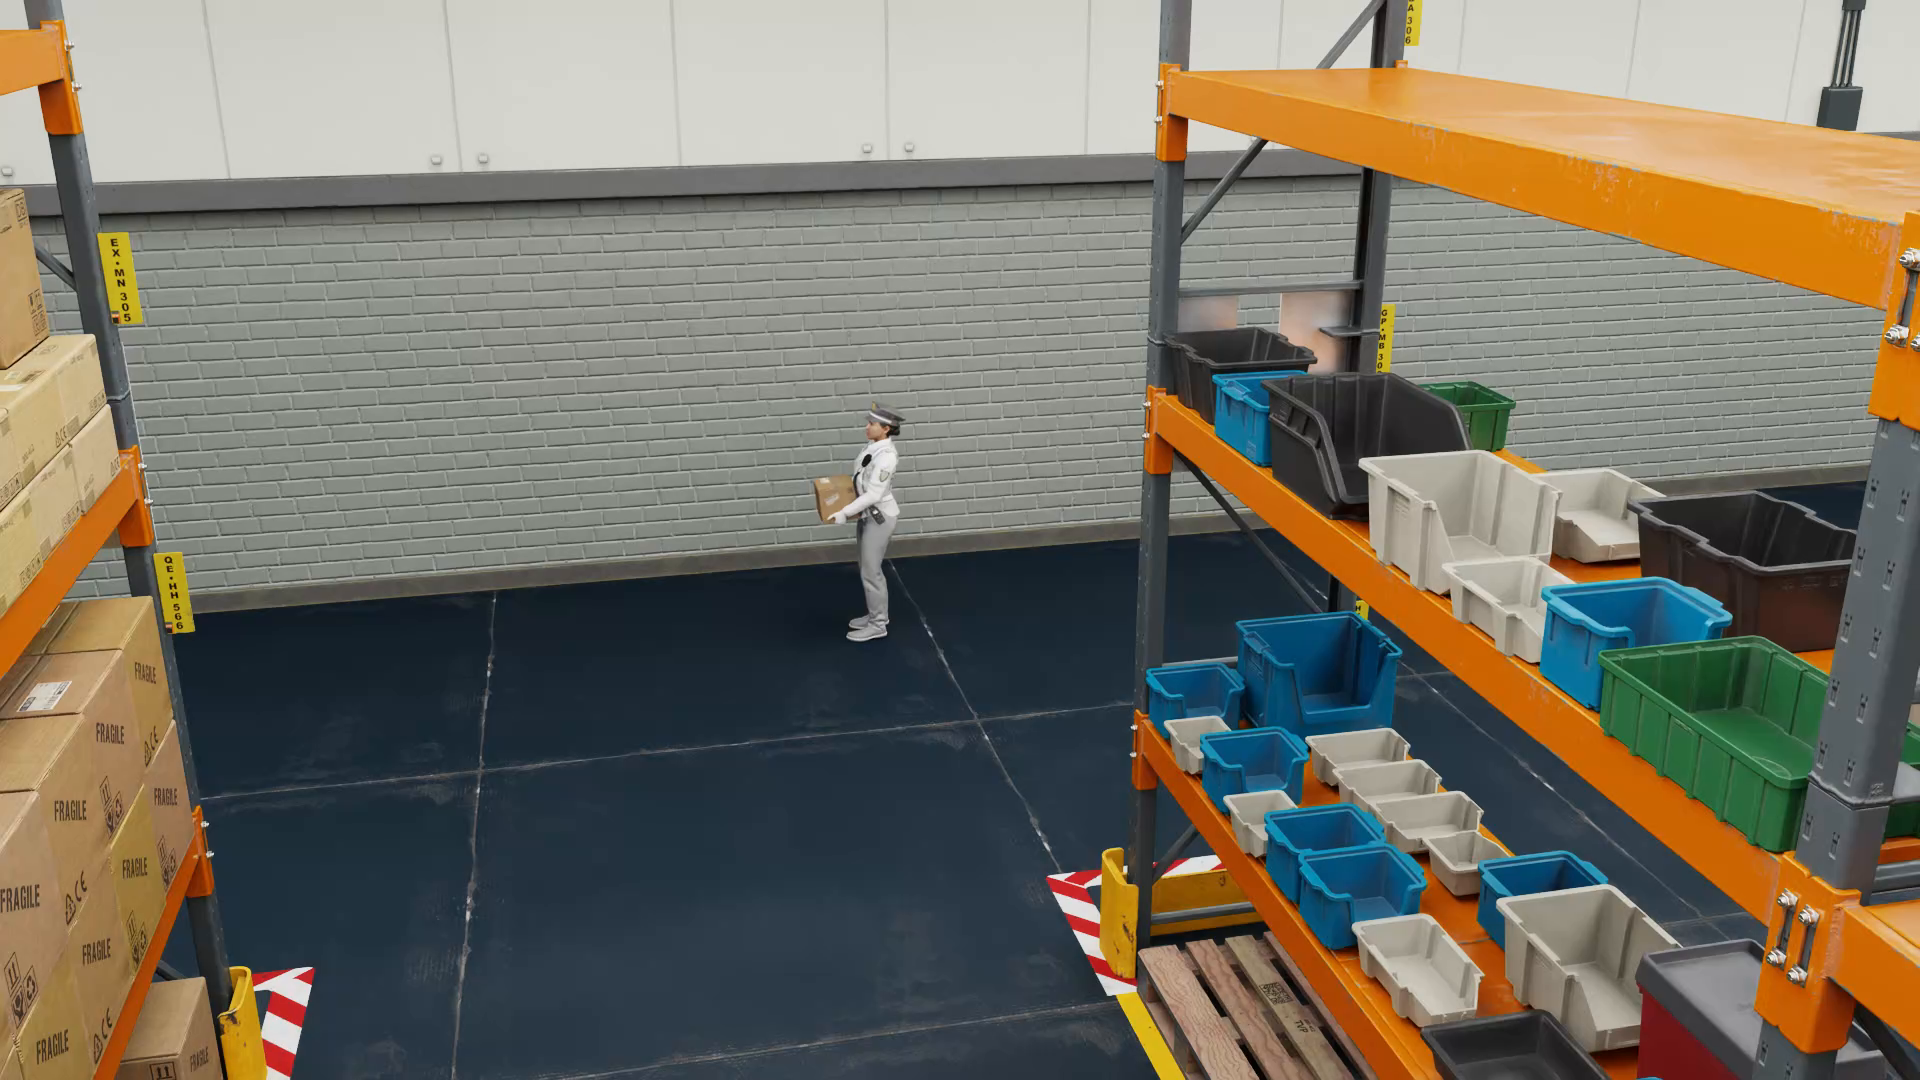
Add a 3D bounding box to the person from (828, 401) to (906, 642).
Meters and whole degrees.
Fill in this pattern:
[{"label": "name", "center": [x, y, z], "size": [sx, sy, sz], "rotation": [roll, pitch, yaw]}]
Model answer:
[{"label": "person", "center": [-0.648, -0.139, 11.420], "size": [0.564, 1.686, 0.460], "rotation": [-4, 20, -12]}]
